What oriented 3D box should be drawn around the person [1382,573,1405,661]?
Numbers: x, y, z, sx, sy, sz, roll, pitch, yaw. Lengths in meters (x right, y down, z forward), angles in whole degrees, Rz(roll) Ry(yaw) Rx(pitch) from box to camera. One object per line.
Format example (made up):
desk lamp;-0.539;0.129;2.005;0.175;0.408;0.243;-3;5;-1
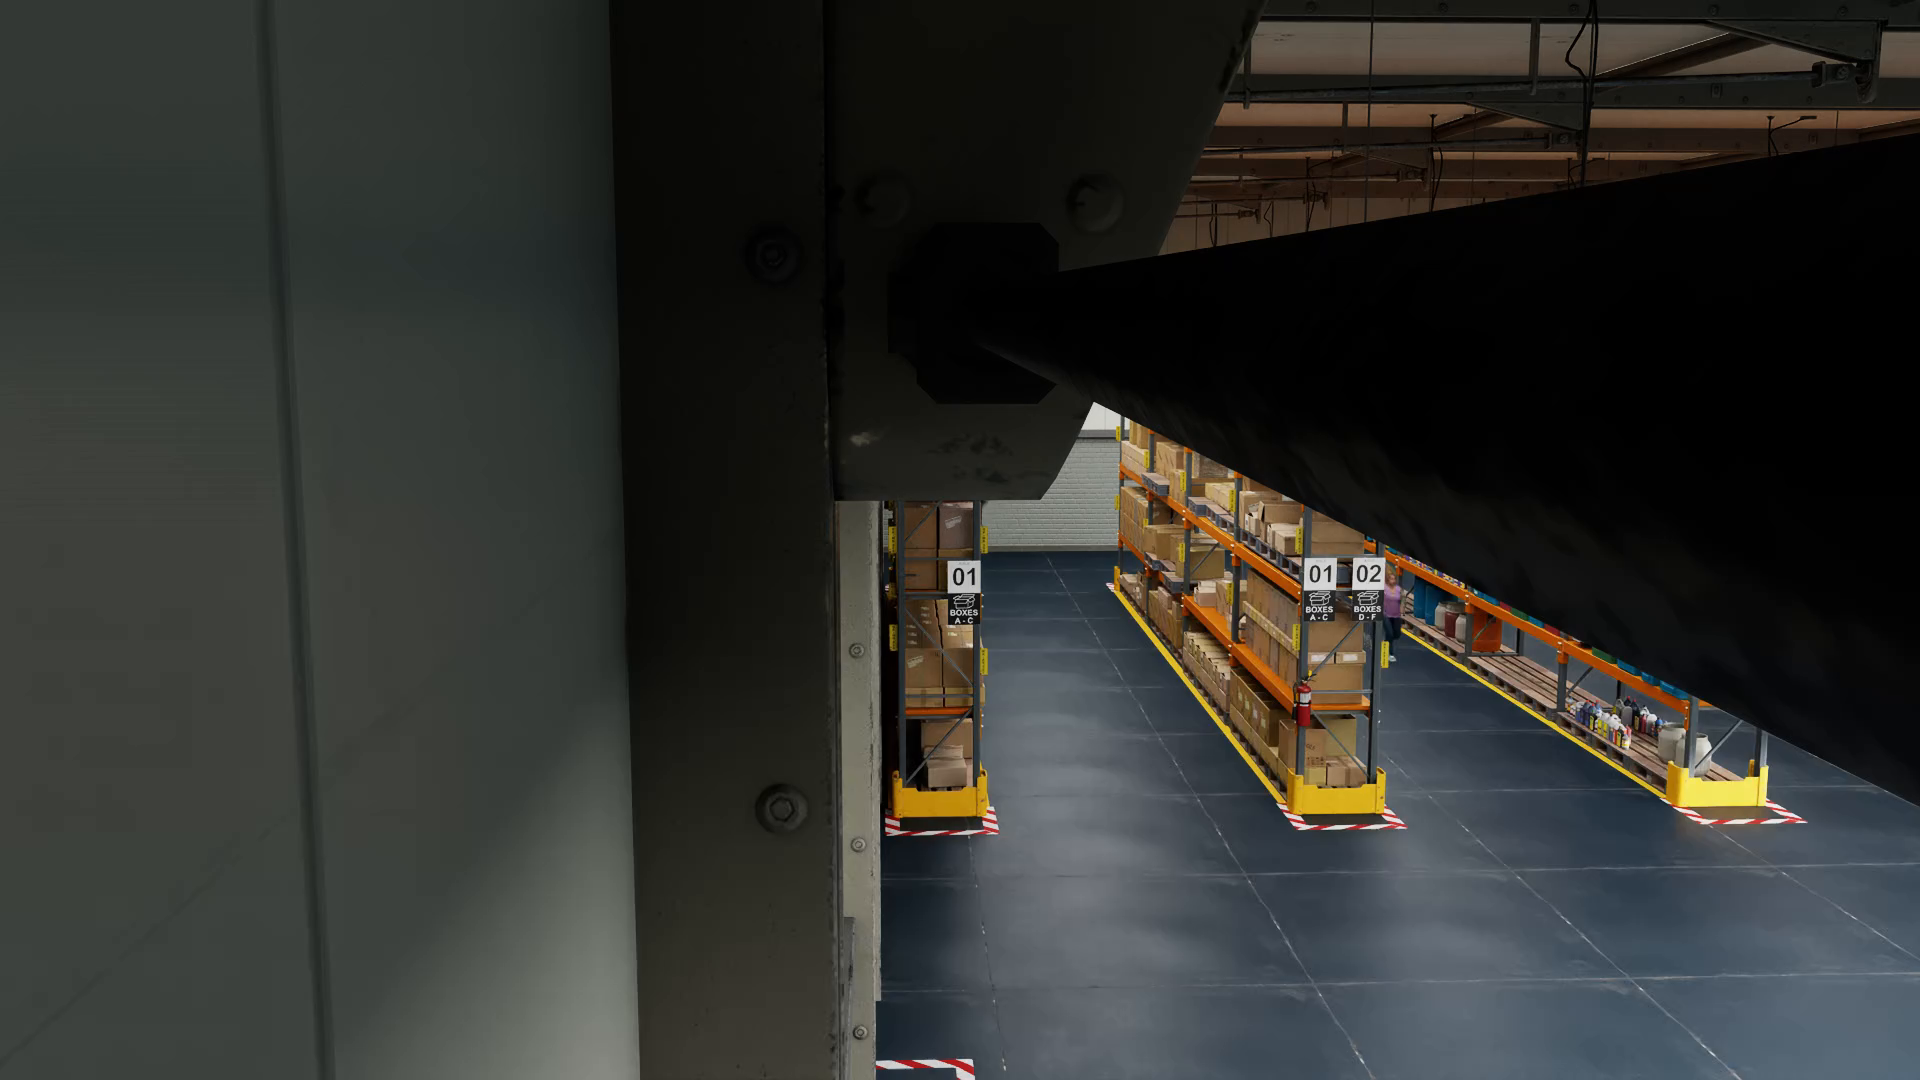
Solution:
person;7.584;1.344;29.368;0.529;1.556;0.602;0;8;-3
